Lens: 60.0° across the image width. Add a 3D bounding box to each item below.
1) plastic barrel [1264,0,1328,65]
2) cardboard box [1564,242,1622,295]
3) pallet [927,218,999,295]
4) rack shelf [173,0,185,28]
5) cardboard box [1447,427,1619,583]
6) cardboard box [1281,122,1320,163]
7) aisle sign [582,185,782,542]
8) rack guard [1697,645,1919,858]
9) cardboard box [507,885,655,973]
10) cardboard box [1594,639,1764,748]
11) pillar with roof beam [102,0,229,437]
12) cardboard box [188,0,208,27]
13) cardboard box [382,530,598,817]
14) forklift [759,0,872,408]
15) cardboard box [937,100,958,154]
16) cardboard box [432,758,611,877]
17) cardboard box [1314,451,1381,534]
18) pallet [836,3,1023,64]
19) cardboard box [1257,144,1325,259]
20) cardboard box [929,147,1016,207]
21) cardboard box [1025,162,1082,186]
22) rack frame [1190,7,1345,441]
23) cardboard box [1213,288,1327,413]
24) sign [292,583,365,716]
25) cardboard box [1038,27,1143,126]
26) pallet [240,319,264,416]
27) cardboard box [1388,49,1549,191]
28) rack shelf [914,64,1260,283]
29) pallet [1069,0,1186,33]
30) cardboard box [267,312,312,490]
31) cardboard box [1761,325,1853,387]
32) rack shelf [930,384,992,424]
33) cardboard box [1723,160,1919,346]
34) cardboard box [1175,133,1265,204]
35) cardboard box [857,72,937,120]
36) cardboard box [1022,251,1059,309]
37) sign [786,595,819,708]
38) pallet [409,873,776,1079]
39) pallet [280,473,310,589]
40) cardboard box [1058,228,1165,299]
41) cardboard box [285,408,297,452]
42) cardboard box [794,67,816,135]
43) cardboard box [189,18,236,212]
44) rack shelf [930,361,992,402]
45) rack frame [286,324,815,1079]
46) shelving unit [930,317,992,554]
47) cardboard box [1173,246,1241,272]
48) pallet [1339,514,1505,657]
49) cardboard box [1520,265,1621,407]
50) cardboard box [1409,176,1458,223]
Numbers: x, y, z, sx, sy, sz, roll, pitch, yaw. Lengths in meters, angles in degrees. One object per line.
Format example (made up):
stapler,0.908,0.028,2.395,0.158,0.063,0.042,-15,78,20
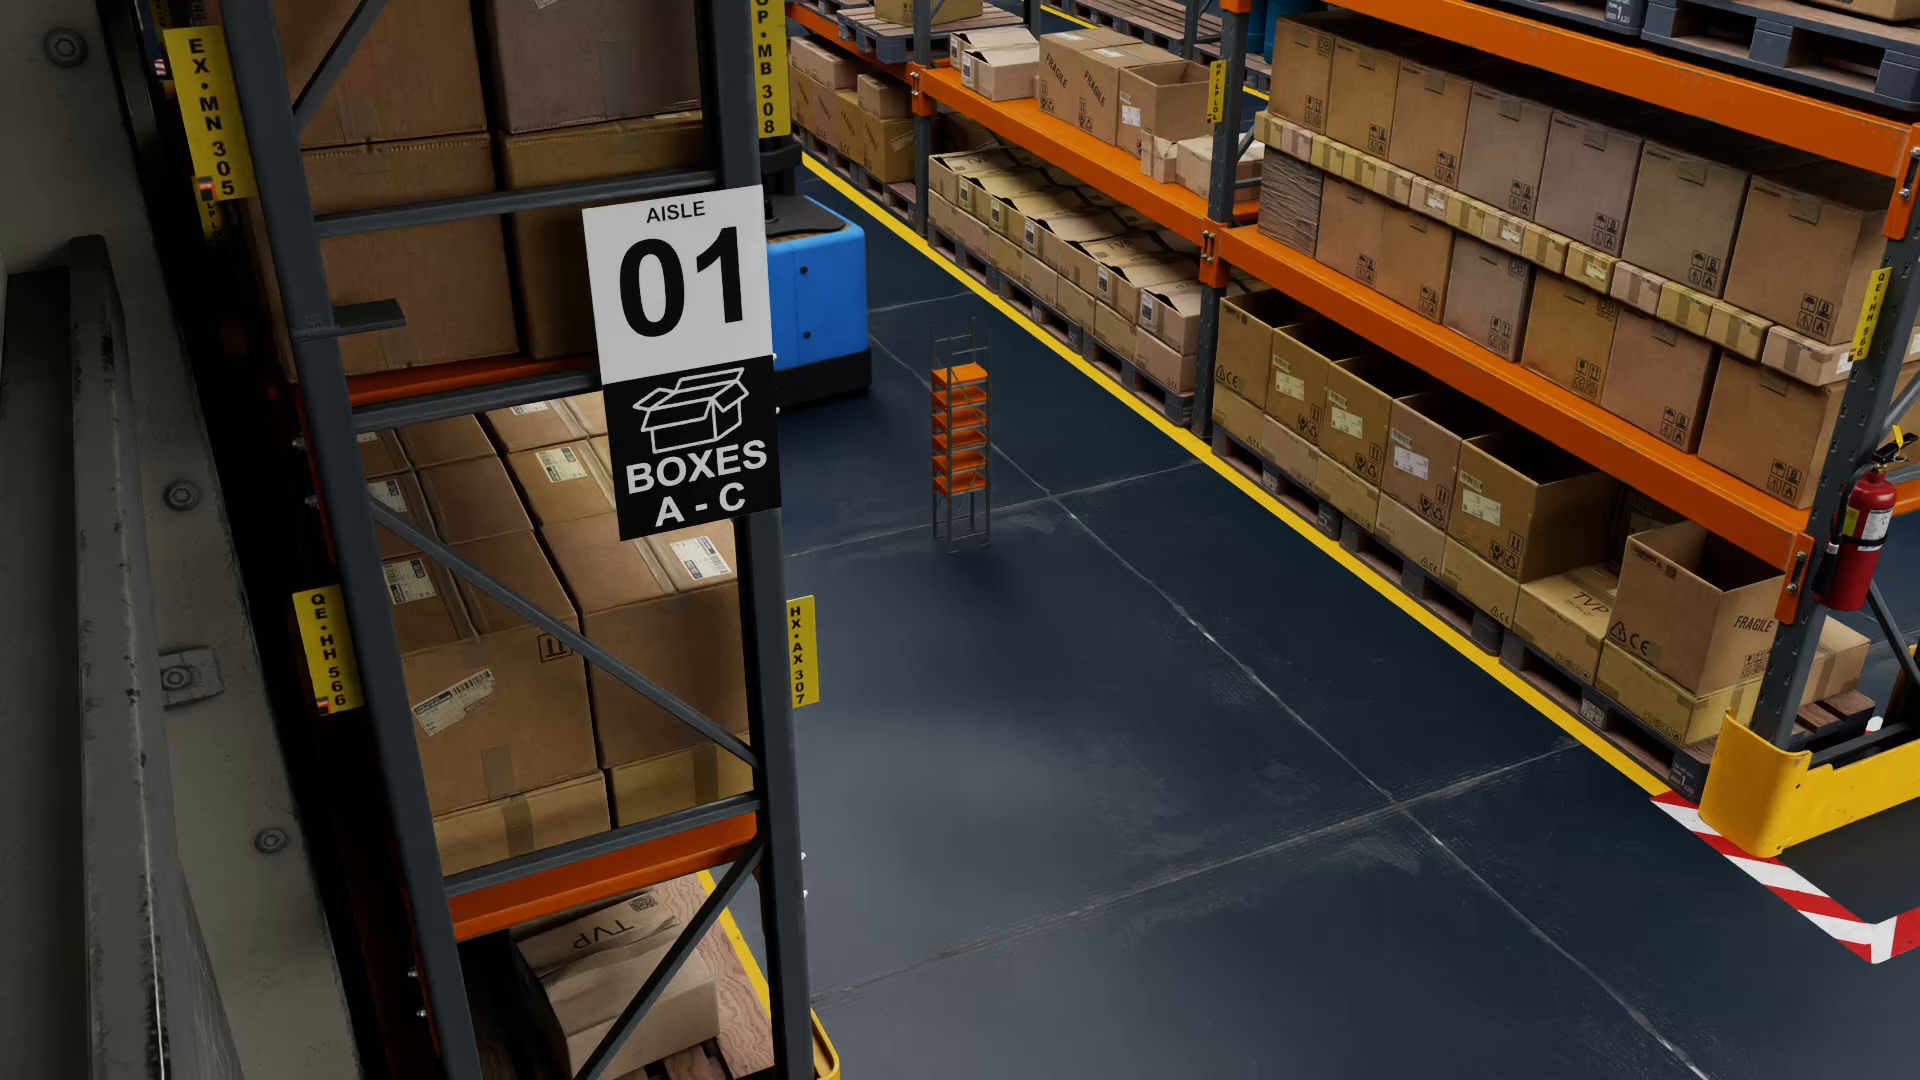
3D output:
plastic barrel,3.412,-5.309,16.866,0.600,0.901,0.708,-13,32,-22
cardboard box,2.788,-1.169,7.003,0.380,0.149,0.250,-12,31,-20
pallet,0.450,-2.204,12.465,1.003,0.211,1.213,-13,32,-22
rack shelf,-3.482,-2.861,8.455,1.077,0.370,4.000,-13,32,-22
cardboard box,2.625,-0.182,7.623,0.500,0.500,0.500,-13,32,-22
cardboard box,1.898,-2.082,8.630,0.380,0.149,0.250,-13,32,-21
aisle sign,-0.604,-0.382,3.706,0.394,0.787,0.004,-13,32,-22
rack guard,3.577,0.843,6.736,1.175,0.500,0.348,-13,32,-22
cardboard box,-1.366,1.188,5.864,0.500,0.311,0.500,-10,31,-18
cardboard box,3.069,0.583,7.025,0.500,0.250,0.500,-13,32,-22
pillar with roof beam,-0.675,-5.515,9.385,9.100,9.000,0.400,-13,32,-22
cardboard box,-1.571,-1.387,3.946,0.500,0.500,0.500,-11,31,-19
cardboard box,-1.300,0.350,4.426,0.500,0.500,0.500,-13,32,-23
forklift,-1.745,-2.681,10.535,1.130,2.935,3.031,-17,33,-27
cardboard box,-0.035,-3.385,13.825,0.500,0.500,0.500,-14,32,-24
cardboard box,-1.282,0.674,4.613,0.500,0.250,0.500,-13,32,-21
cardboard box,2.195,-0.297,8.594,0.500,0.250,0.500,-13,32,-22
pallet,-0.222,-3.993,13.000,1.213,0.211,1.003,-13,32,-22
cardboard box,2.045,-1.874,8.923,0.700,0.500,0.500,-14,32,-23
cardboard box,0.092,-2.728,12.356,0.500,0.311,0.500,-12,31,-20
cardboard box,0.808,-2.613,12.151,0.500,0.311,0.500,-14,32,-23
rack frame,1.849,-2.025,9.295,1.000,3.000,0.127,-13,32,-22
cardboard box,1.766,-1.066,9.199,0.500,0.500,0.500,-13,32,-22
sign,-1.416,0.248,3.733,0.100,0.325,0.005,-13,32,-22
cardboard box,0.867,-3.098,11.106,0.500,0.500,0.500,-15,33,-25
pallet,-4.006,-1.189,10.654,1.003,0.211,1.213,-13,32,-22
cardboard box,2.478,-1.996,7.813,0.700,0.500,0.500,-13,32,-22
rack shelf,0.991,-2.595,11.046,1.077,0.370,4.000,-13,32,-22
pallet,2.012,-6.238,19.658,1.003,0.211,1.213,-13,32,-22
cardboard box,-2.182,-0.552,6.033,0.500,0.500,0.500,-12,32,-21
cardboard box,3.230,-0.714,6.190,0.380,0.149,0.250,-14,32,-23
rack shelf,0.006,-0.688,8.349,0.258,0.103,0.180,-13,32,-22
cardboard box,3.355,-1.100,6.216,0.700,0.500,0.500,-13,32,-22
cardboard box,1.598,-2.168,9.703,0.500,0.250,0.500,-11,31,-19
cardboard box,-0.509,-3.609,13.458,0.500,0.250,0.500,-12,31,-20
cardboard box,0.757,-1.806,11.286,0.500,0.250,0.500,-12,32,-21
sign,-0.416,0.292,4.277,0.100,0.325,0.005,-13,32,-22
pallet,-1.255,1.600,5.681,1.003,0.211,1.213,-13,32,-22
pallet,-2.959,-0.111,8.732,1.003,0.211,1.213,-13,32,-22
cardboard box,0.975,-1.822,10.741,0.500,0.311,0.500,-13,32,-22
cardboard box,-2.384,-0.453,6.623,0.500,0.250,0.500,-14,32,-24
cardboard box,-1.151,-3.940,14.816,0.500,0.500,0.500,-13,32,-21
cardboard box,-1.758,-1.151,4.546,0.500,0.500,0.500,-15,32,-24
rack shelf,0.006,-0.792,8.291,0.258,0.103,0.180,-13,32,-22
rack frame,-0.906,0.784,4.286,1.000,3.000,0.127,-13,32,-22
shelving unit,0.006,-0.517,8.445,0.258,1.200,0.189,-13,32,-22
cardboard box,1.687,-1.711,10.542,0.500,0.311,0.500,-13,32,-23
pallet,2.681,0.091,8.372,1.003,0.211,1.213,-13,32,-22
cardboard box,2.940,-0.962,7.297,0.700,0.500,0.500,-13,32,-22
cardboard box,2.347,-1.624,7.814,0.380,0.149,0.250,-14,32,-23
